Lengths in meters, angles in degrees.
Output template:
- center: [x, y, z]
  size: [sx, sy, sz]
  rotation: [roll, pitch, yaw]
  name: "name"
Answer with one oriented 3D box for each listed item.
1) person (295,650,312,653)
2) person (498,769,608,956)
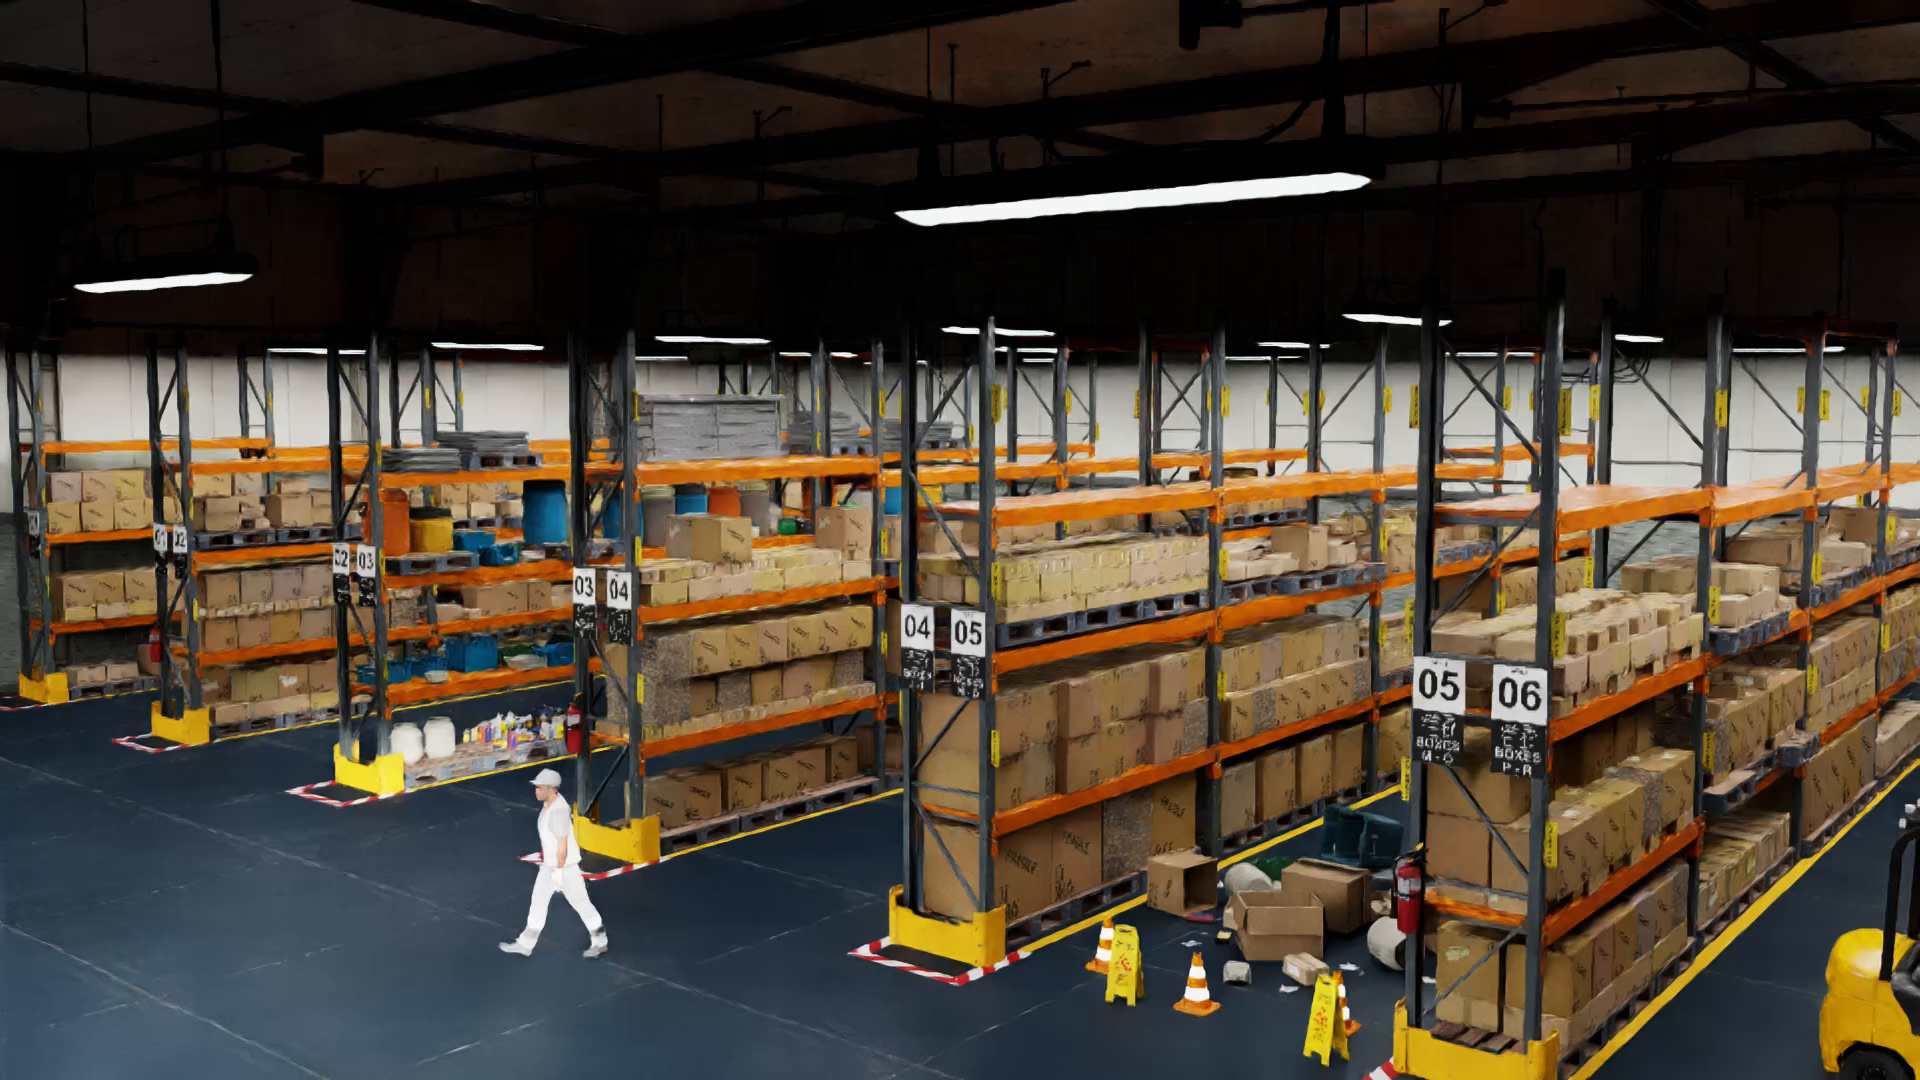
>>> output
- center: [-11.491, 1.741, 29.076]
  size: [0.499, 1.594, 0.447]
  rotation: [-2, 5, -19]
  name: "person"
- center: [-3.699, 2.934, 15.101]
  size: [0.929, 1.743, 0.612]
  rotation: [-3, 6, -26]
  name: "person"
